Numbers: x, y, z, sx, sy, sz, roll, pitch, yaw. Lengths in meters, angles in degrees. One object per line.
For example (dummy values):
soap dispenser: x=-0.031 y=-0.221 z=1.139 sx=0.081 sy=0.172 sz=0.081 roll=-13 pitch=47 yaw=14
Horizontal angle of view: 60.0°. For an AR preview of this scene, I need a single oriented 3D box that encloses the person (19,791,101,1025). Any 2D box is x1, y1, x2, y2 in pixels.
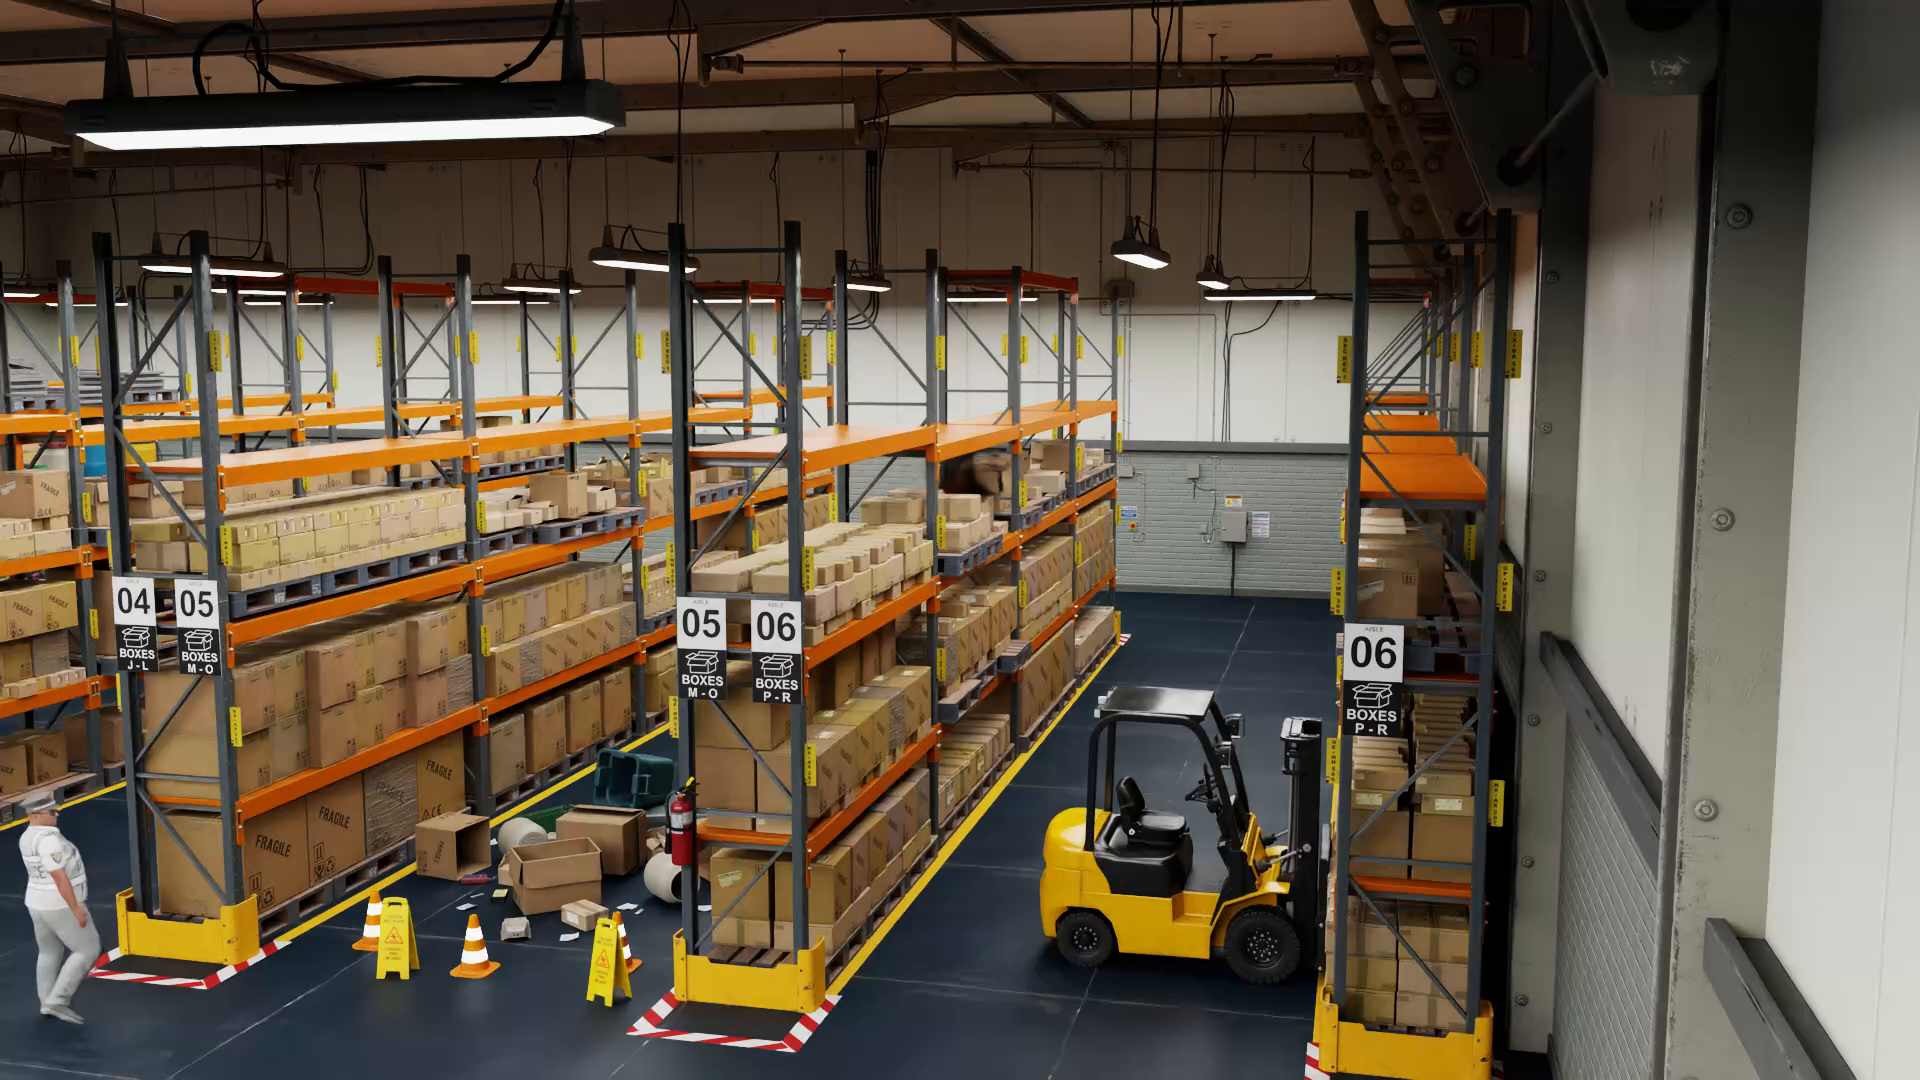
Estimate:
person: x=-6.842 y=2.770 z=12.557 sx=0.671 sy=1.777 sz=0.441 roll=5 pitch=8 yaw=33
